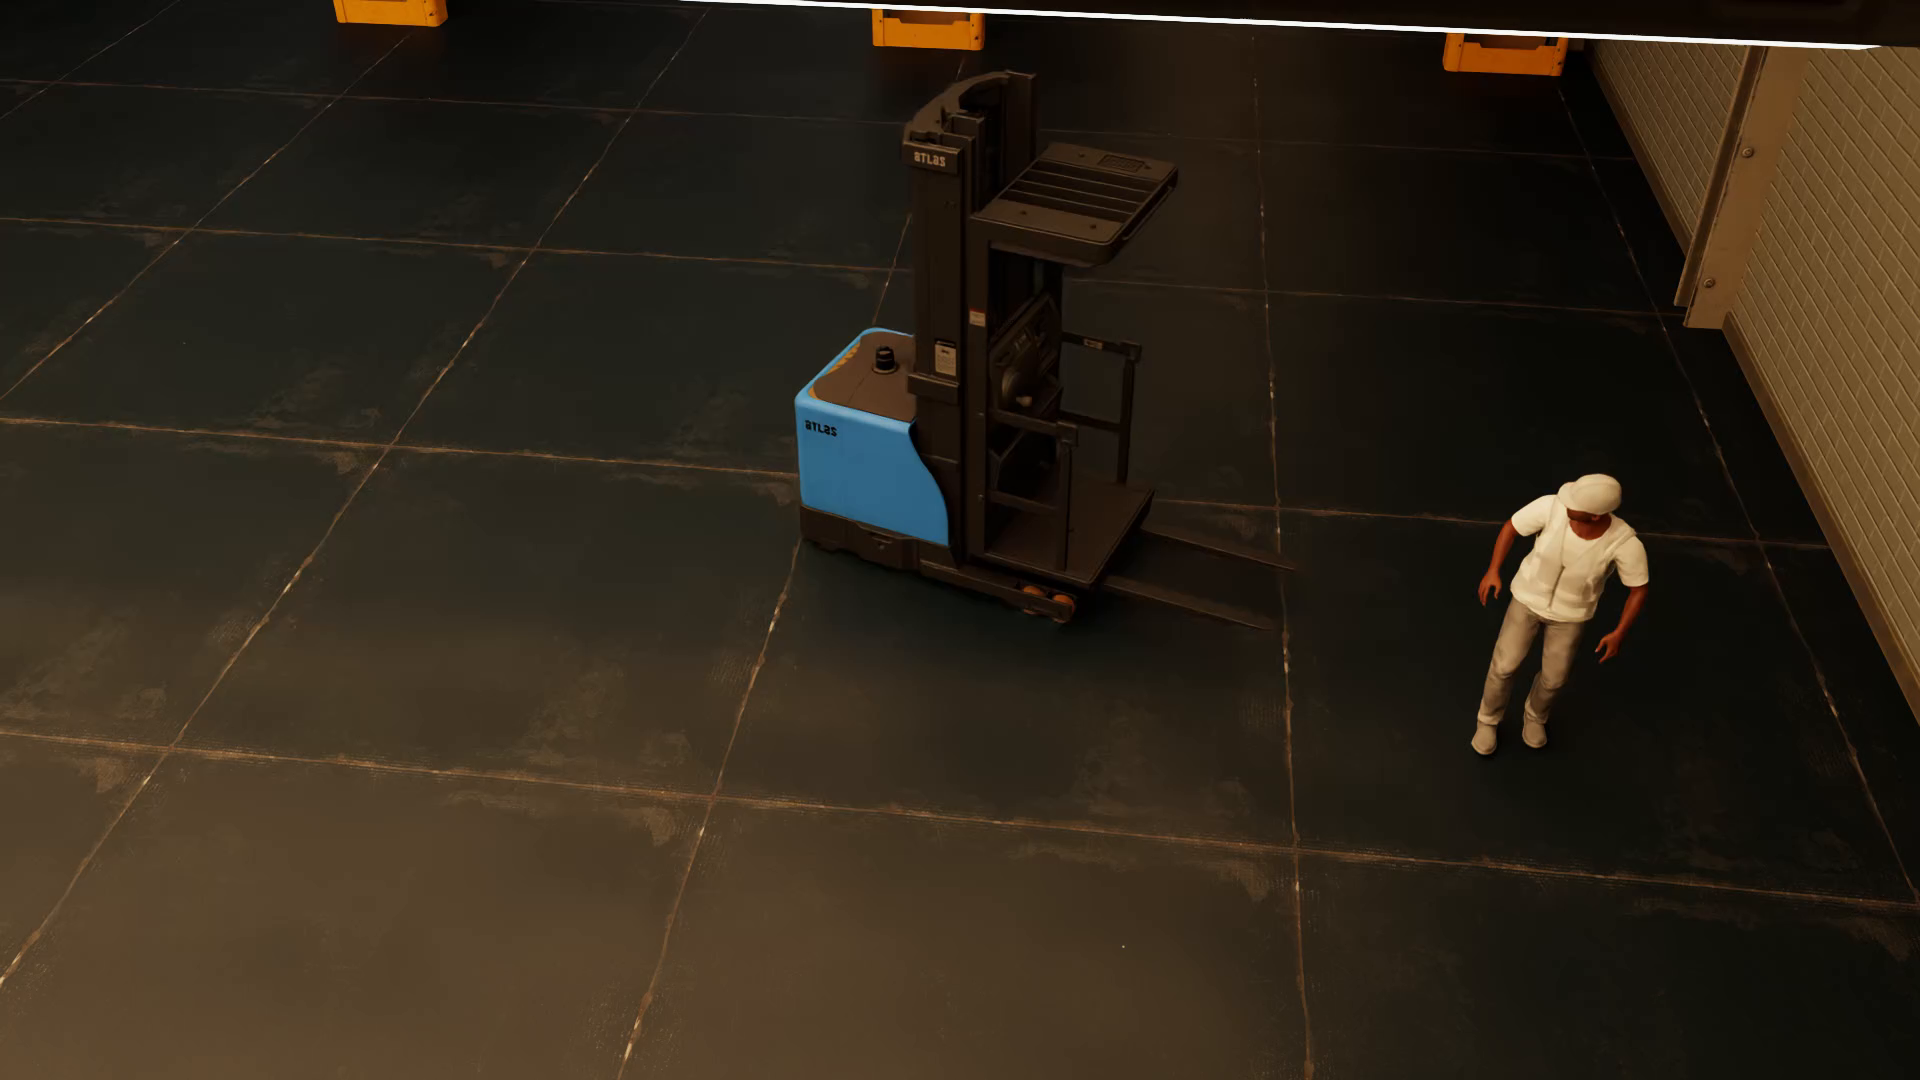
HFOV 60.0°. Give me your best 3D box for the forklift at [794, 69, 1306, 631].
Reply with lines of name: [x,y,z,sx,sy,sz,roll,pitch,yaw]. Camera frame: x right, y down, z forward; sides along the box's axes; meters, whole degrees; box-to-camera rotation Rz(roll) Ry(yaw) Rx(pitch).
forklift: [0.556,-1.051,9.455,3.031,2.935,1.130,16,39,20]

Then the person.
person: [3.050,0.379,8.520,0.789,1.741,0.514,16,39,20]
